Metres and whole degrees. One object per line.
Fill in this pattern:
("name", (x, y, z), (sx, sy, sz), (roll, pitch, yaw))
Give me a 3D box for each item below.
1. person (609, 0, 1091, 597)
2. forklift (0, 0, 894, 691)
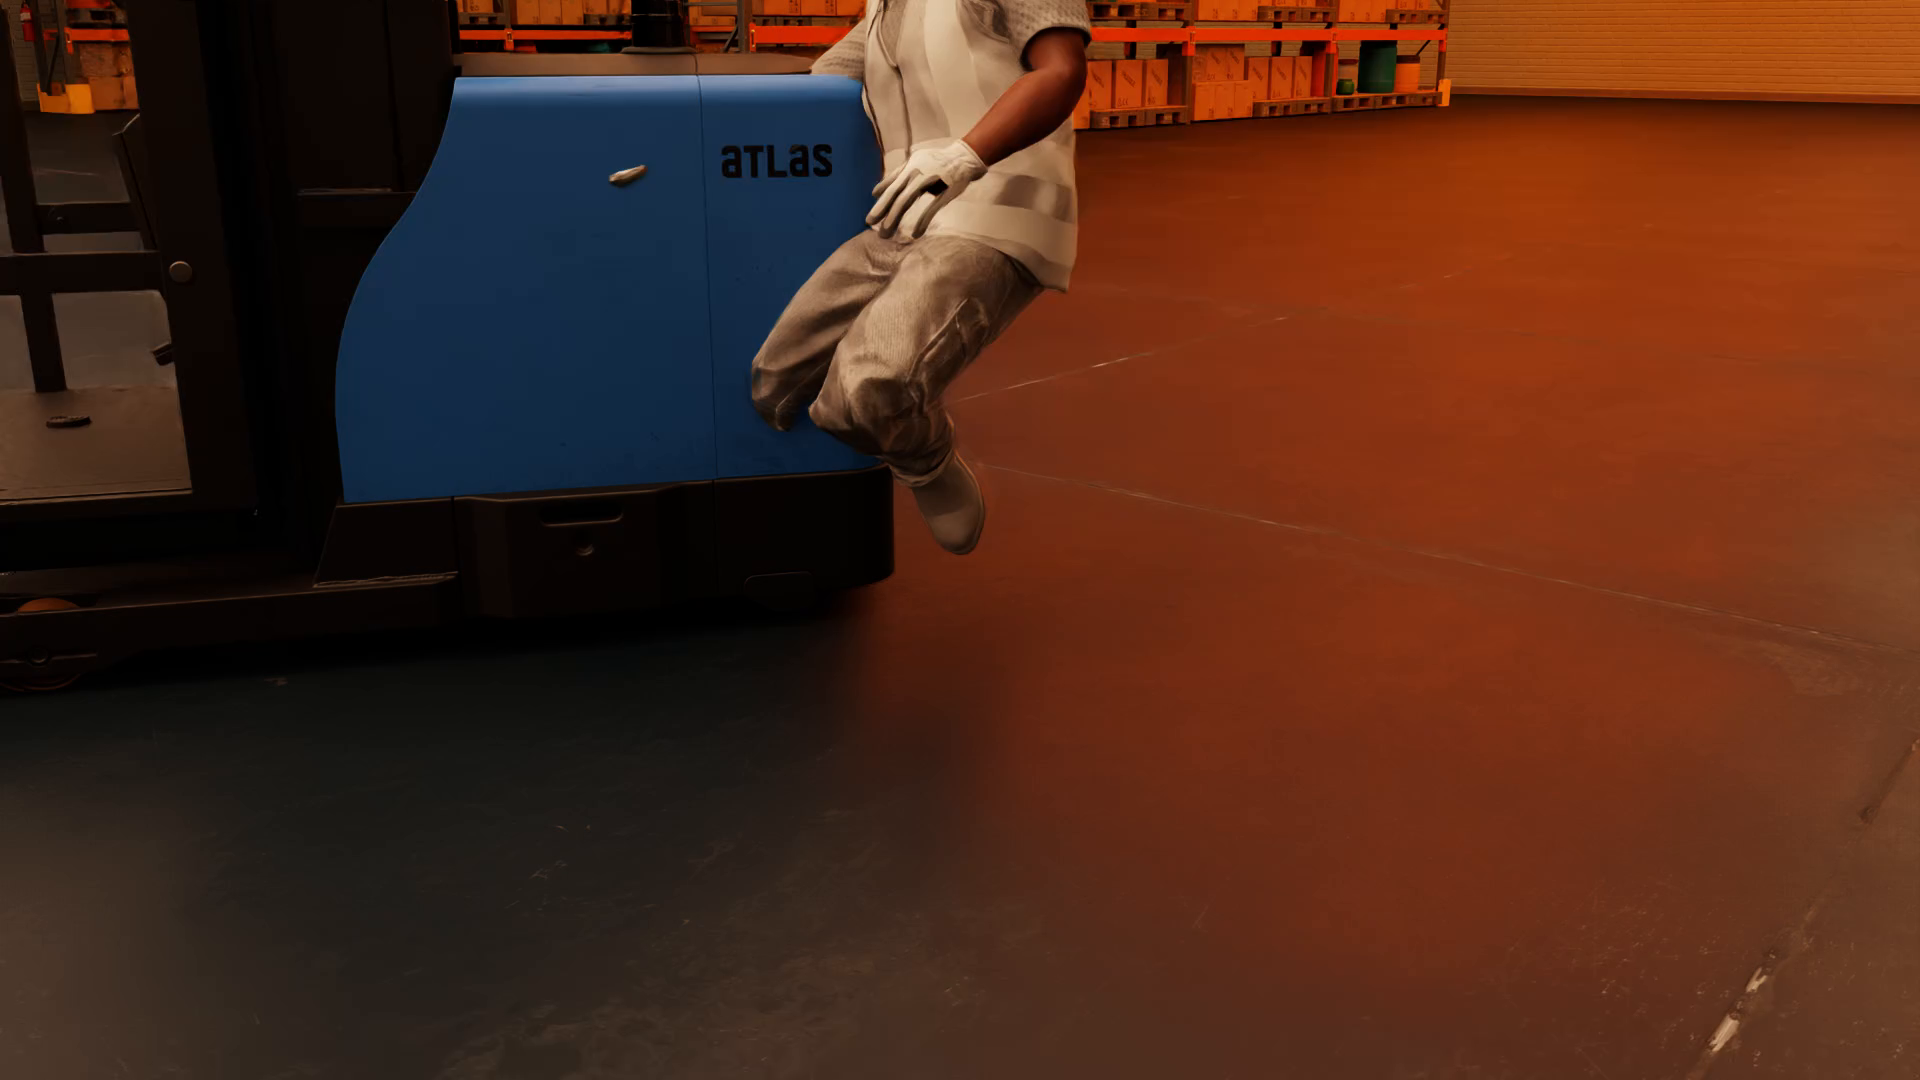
("person", (-0.223, -0.566, 3.059), (0.795, 1.598, 0.833), (-10, 20, -30))
("forklift", (-1.713, -1.282, 3.120), (3.031, 2.935, 1.130), (-4, 17, -14))
